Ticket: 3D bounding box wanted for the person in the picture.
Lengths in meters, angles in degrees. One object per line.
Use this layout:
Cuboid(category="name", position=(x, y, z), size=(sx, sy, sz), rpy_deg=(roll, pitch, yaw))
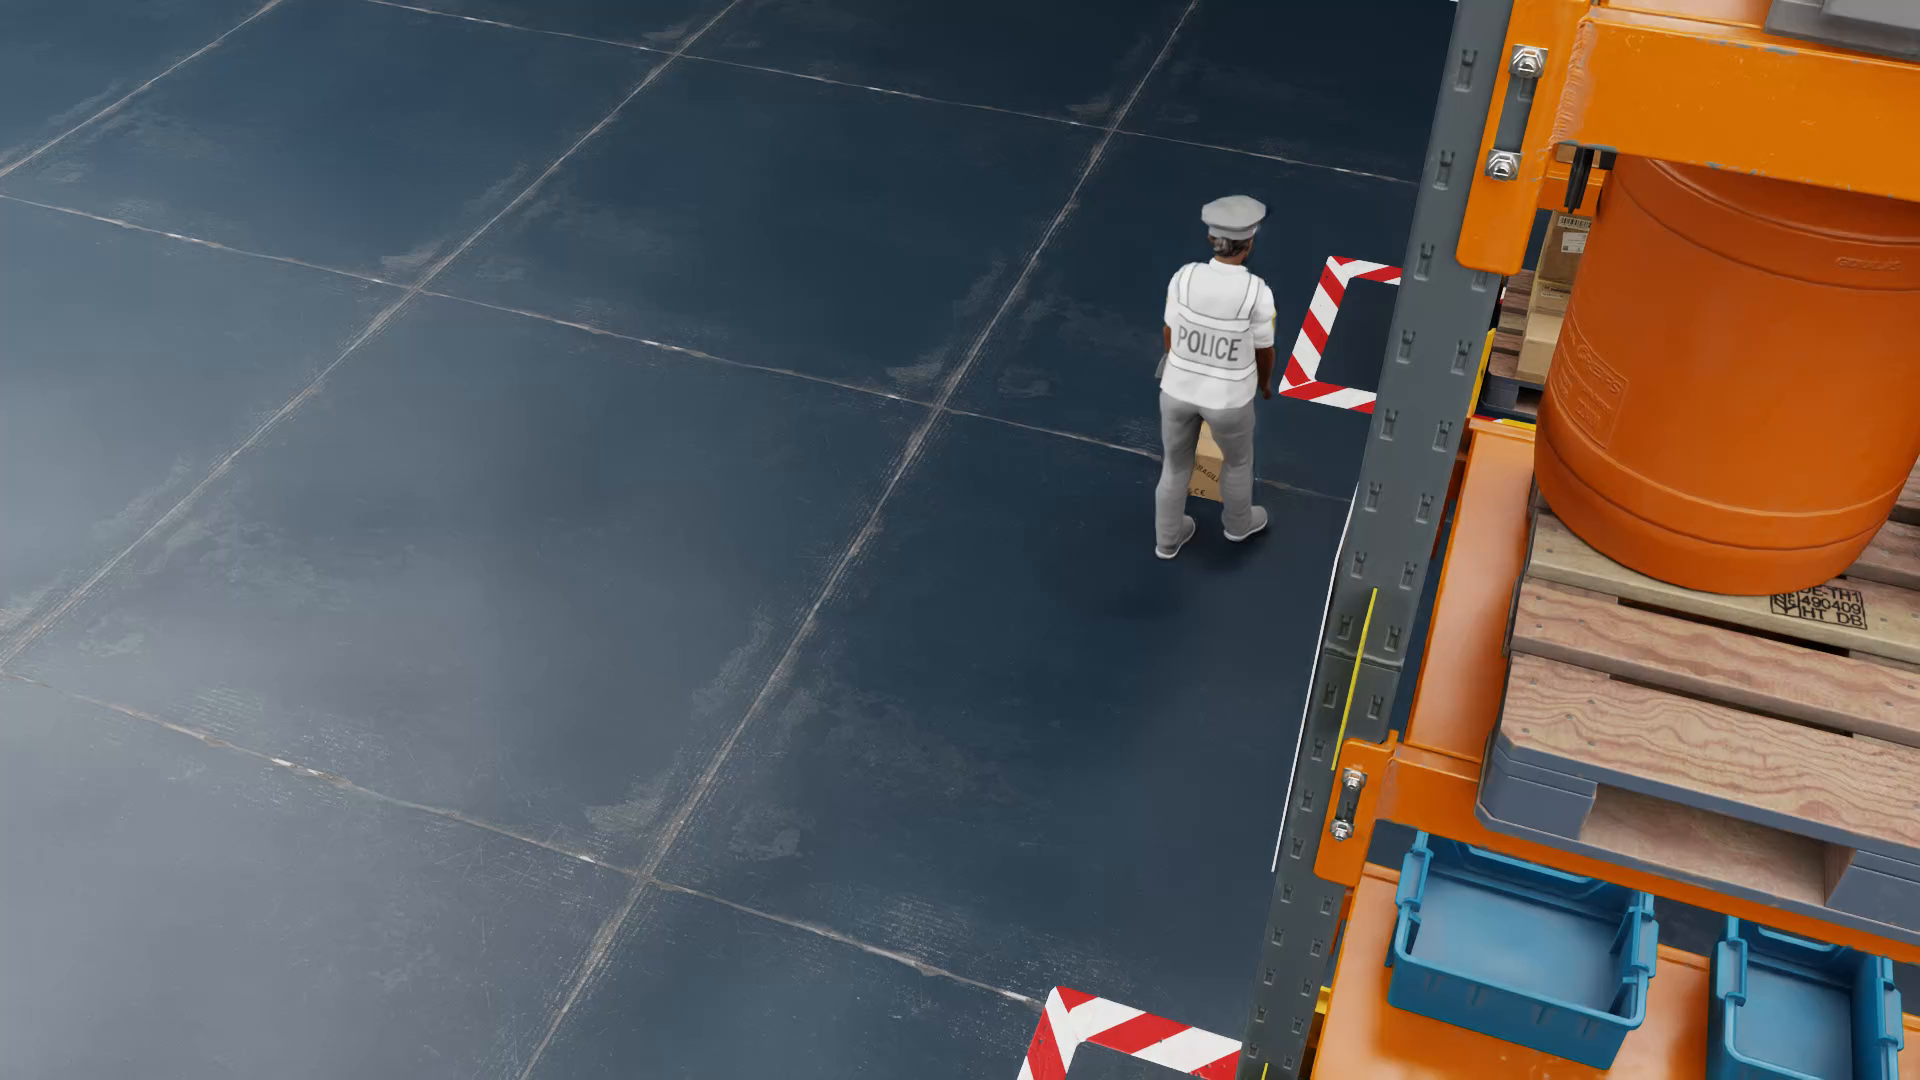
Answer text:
Cuboid(category="person", position=(1.074, -0.635, 6.855), size=(0.506, 1.662, 0.525), rpy_deg=(14, 44, 15))
